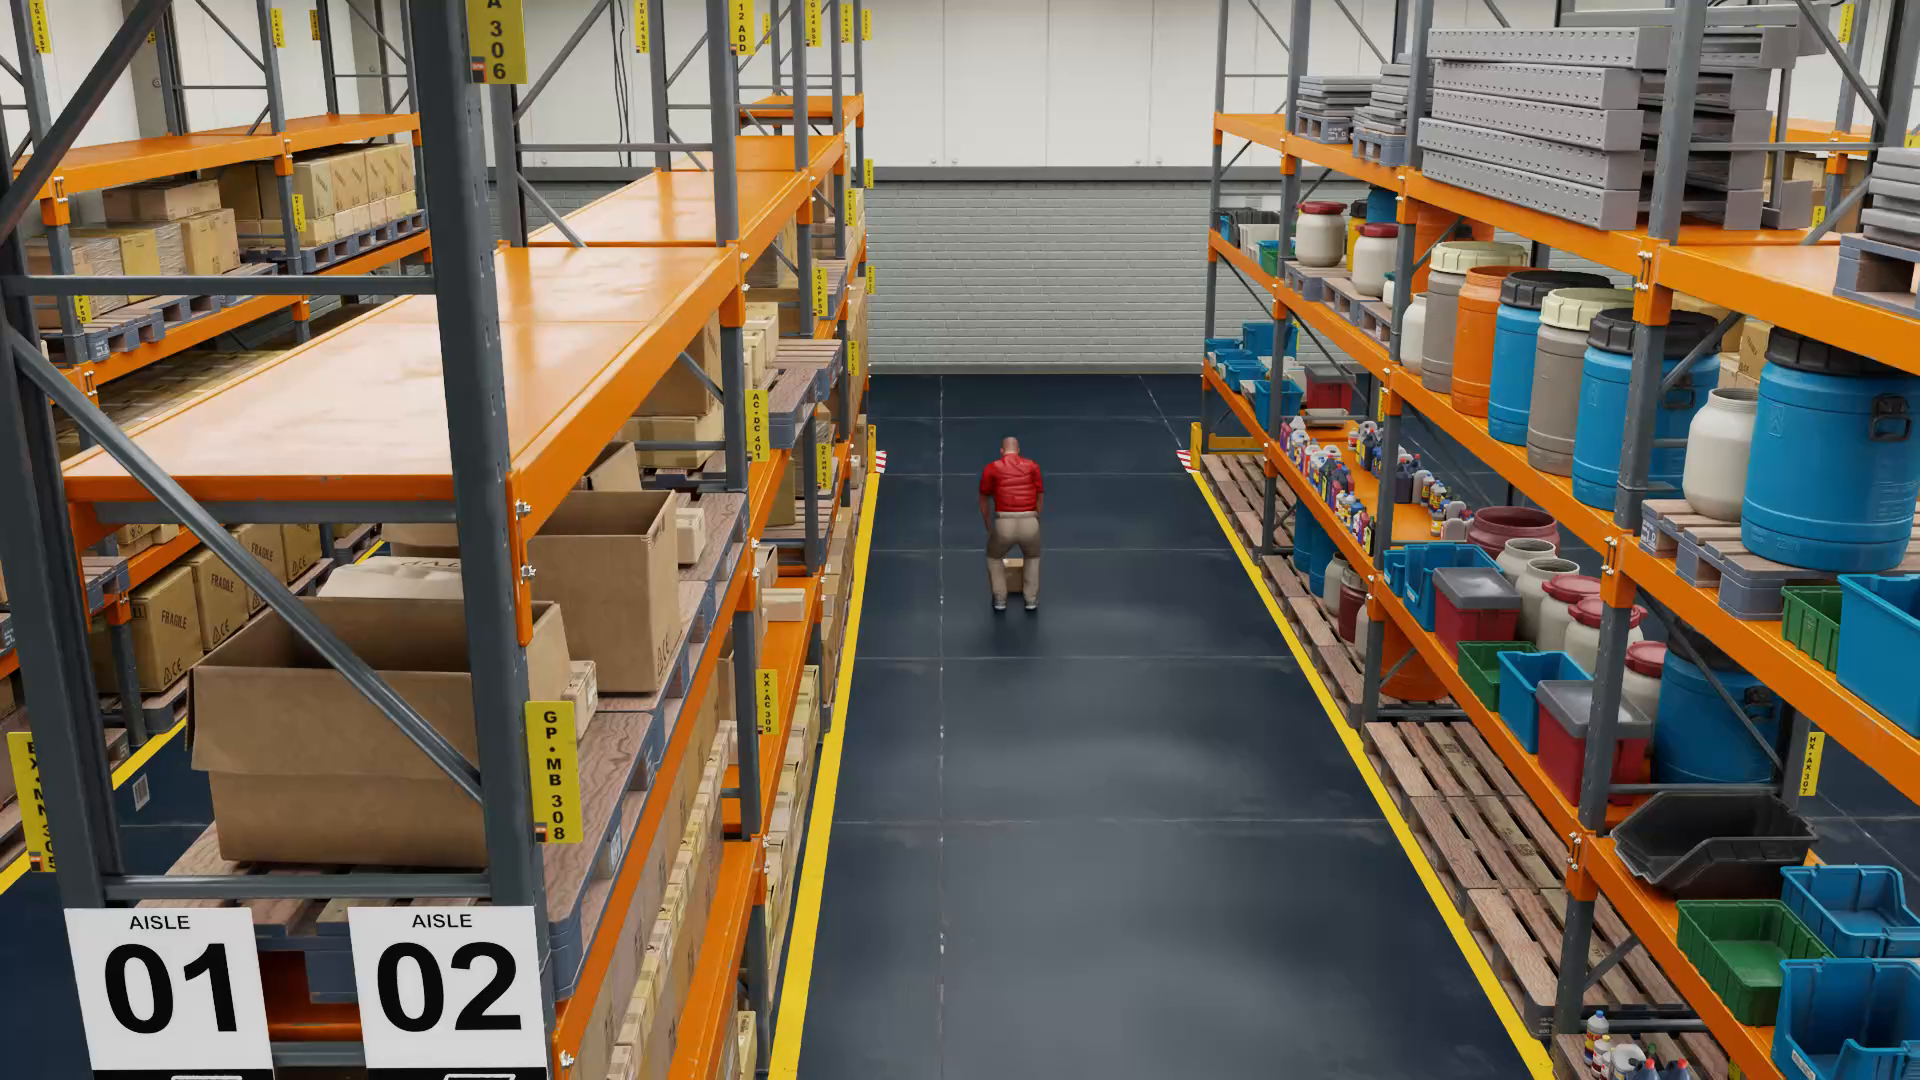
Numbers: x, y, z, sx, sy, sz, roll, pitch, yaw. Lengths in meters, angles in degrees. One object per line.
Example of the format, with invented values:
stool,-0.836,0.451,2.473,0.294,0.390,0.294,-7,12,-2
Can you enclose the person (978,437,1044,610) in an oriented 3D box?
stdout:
person,0.457,-0.134,14.889,0.586,1.520,0.621,0,17,0
